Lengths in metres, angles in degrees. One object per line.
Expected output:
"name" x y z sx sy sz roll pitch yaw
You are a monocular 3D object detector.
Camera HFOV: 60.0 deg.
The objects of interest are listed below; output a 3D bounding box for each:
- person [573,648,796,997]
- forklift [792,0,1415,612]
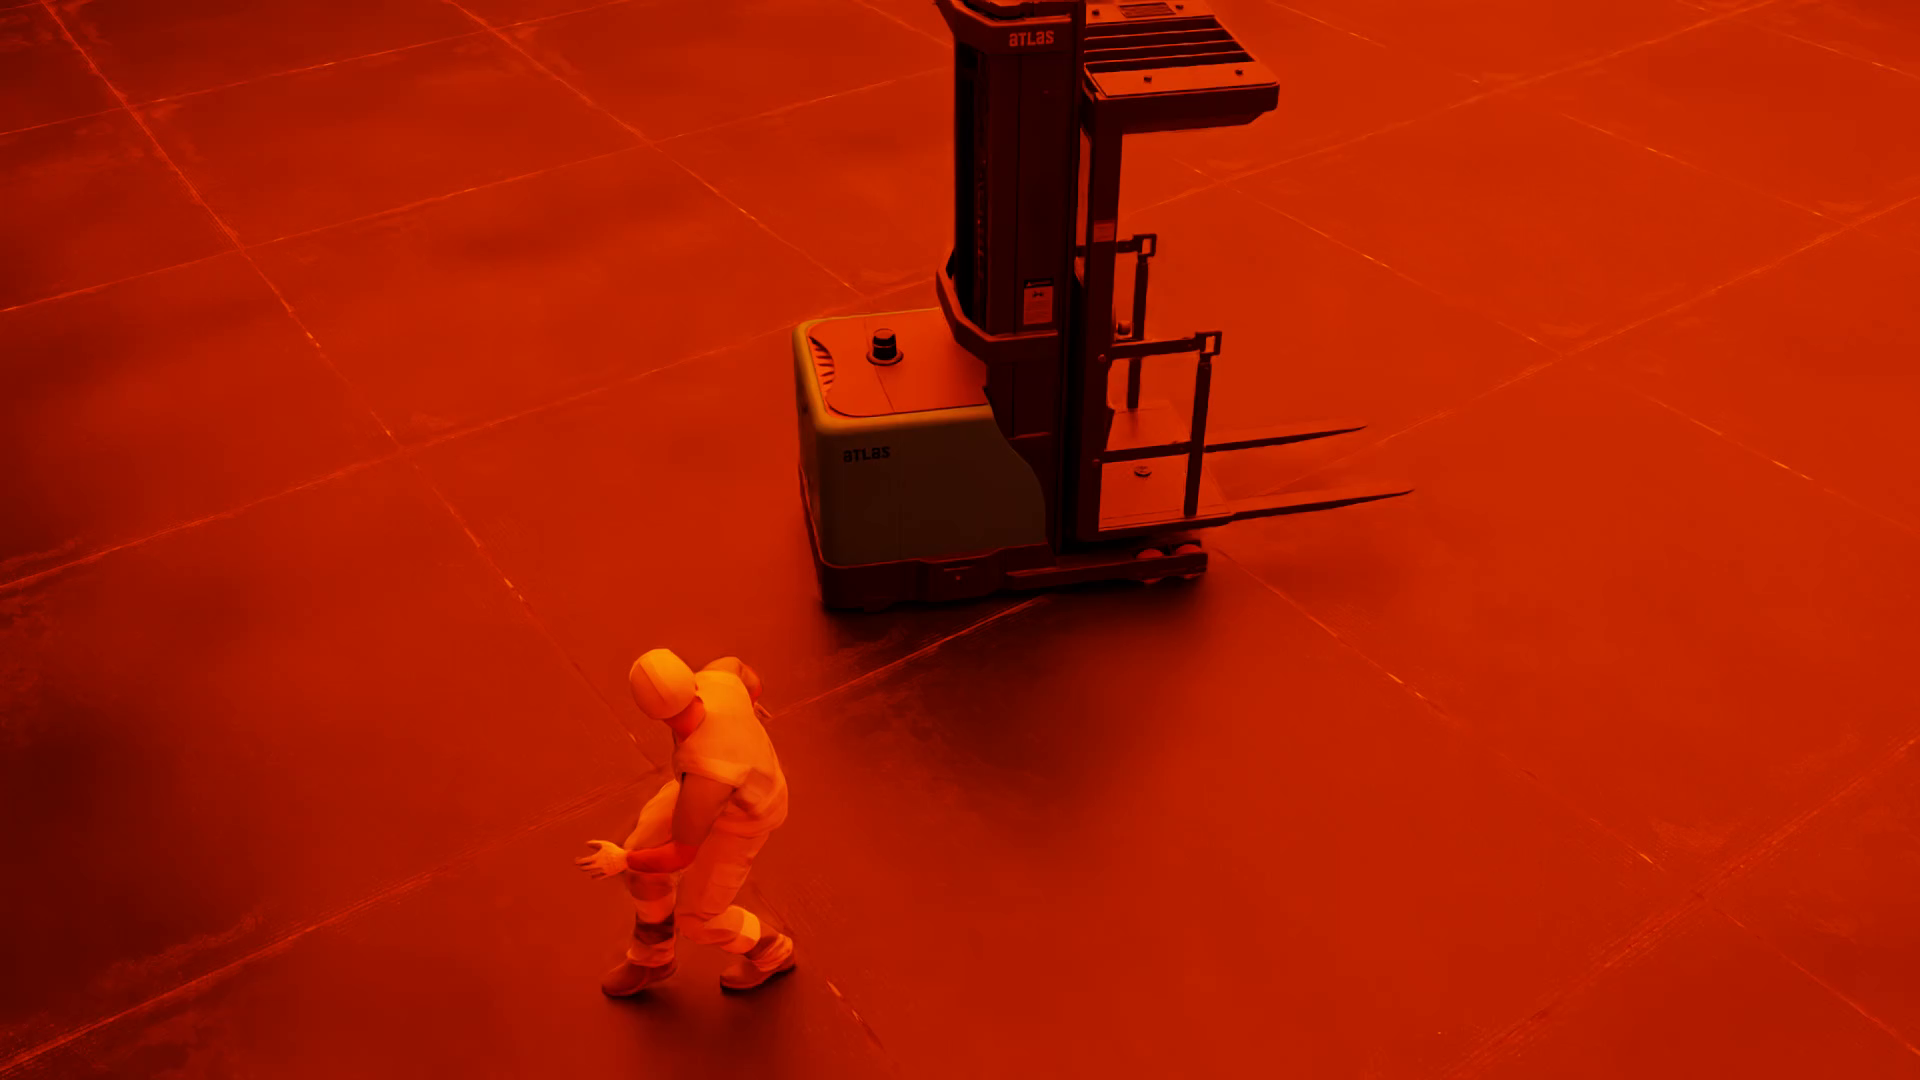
"person" -0.973 0.932 5.835 0.811 1.586 0.779 -12 38 -16
"forklift" 0.744 -1.270 7.663 3.031 2.935 1.130 -7 37 -9
